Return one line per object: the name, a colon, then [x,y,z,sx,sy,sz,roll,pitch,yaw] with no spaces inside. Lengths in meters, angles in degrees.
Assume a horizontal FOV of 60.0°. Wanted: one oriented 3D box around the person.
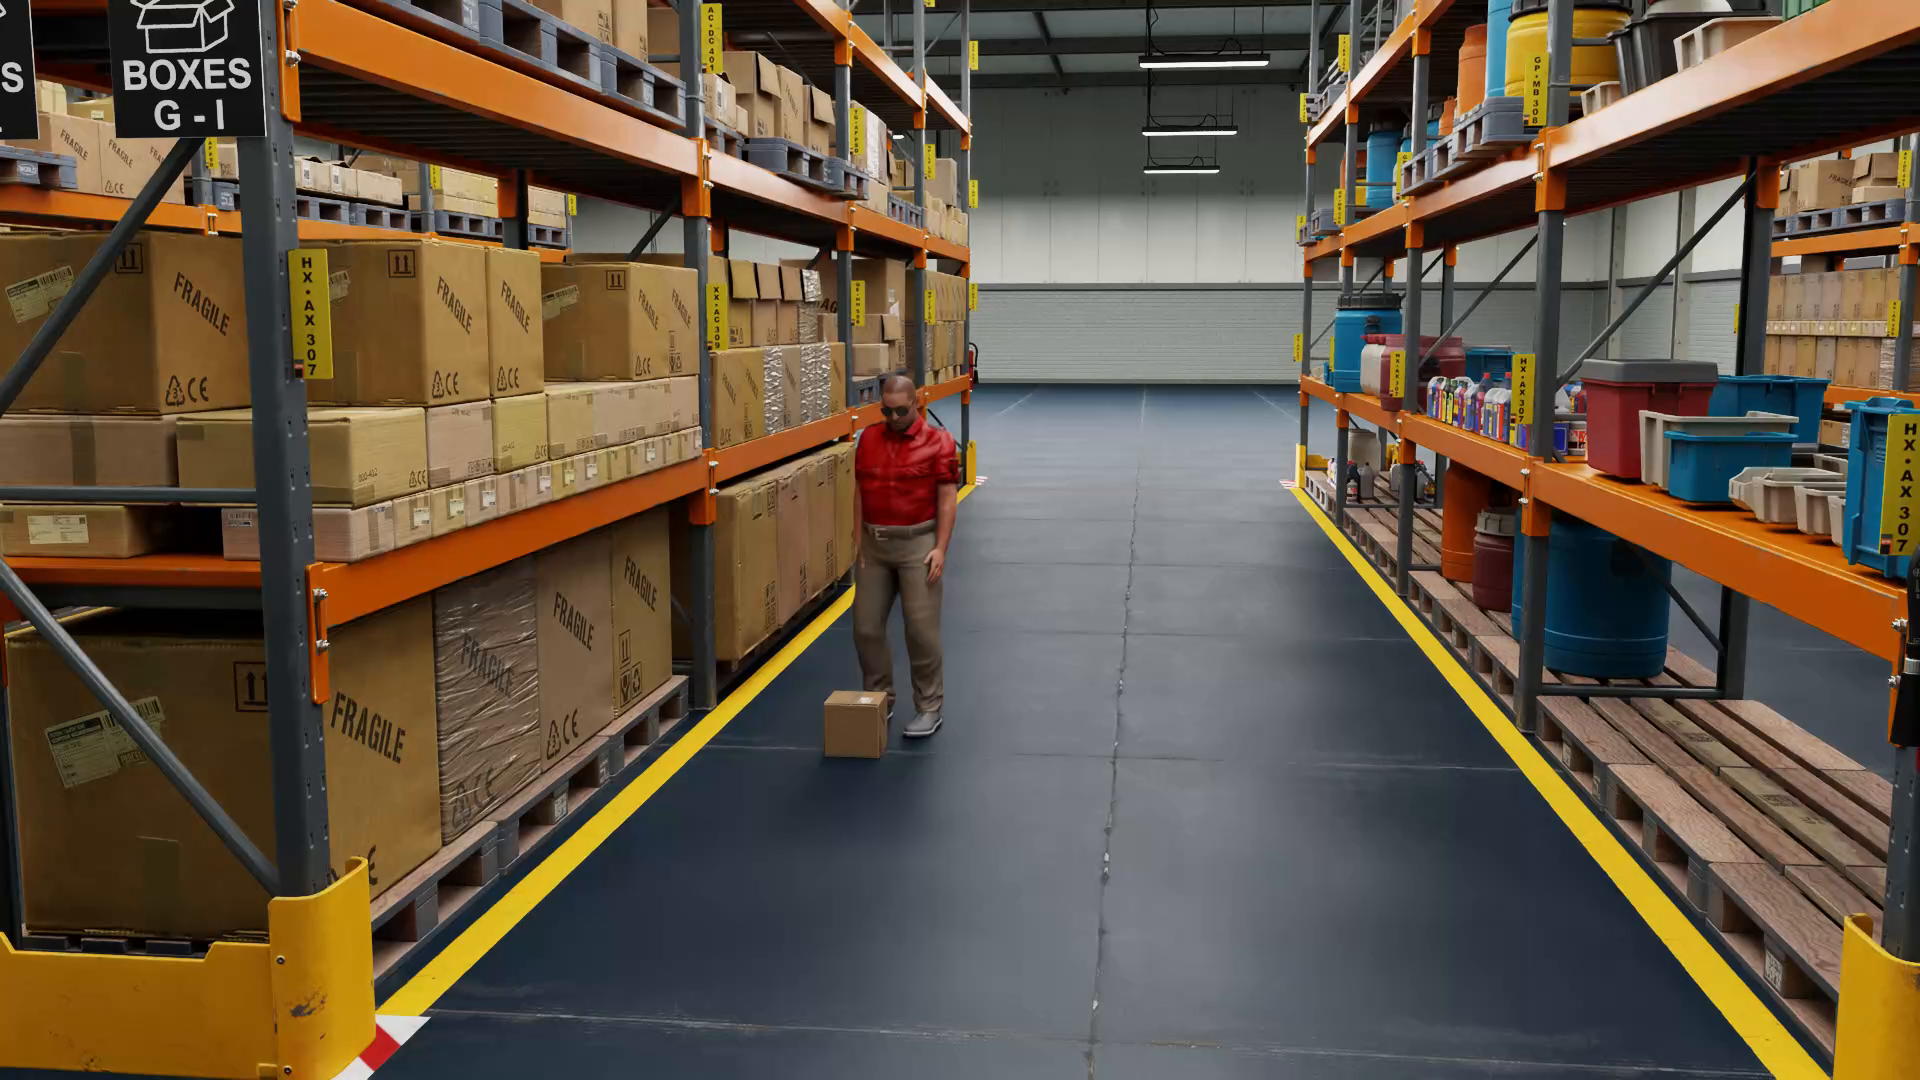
person: [-0.267,0.070,7.940,0.541,1.709,0.365,3,8,23]
